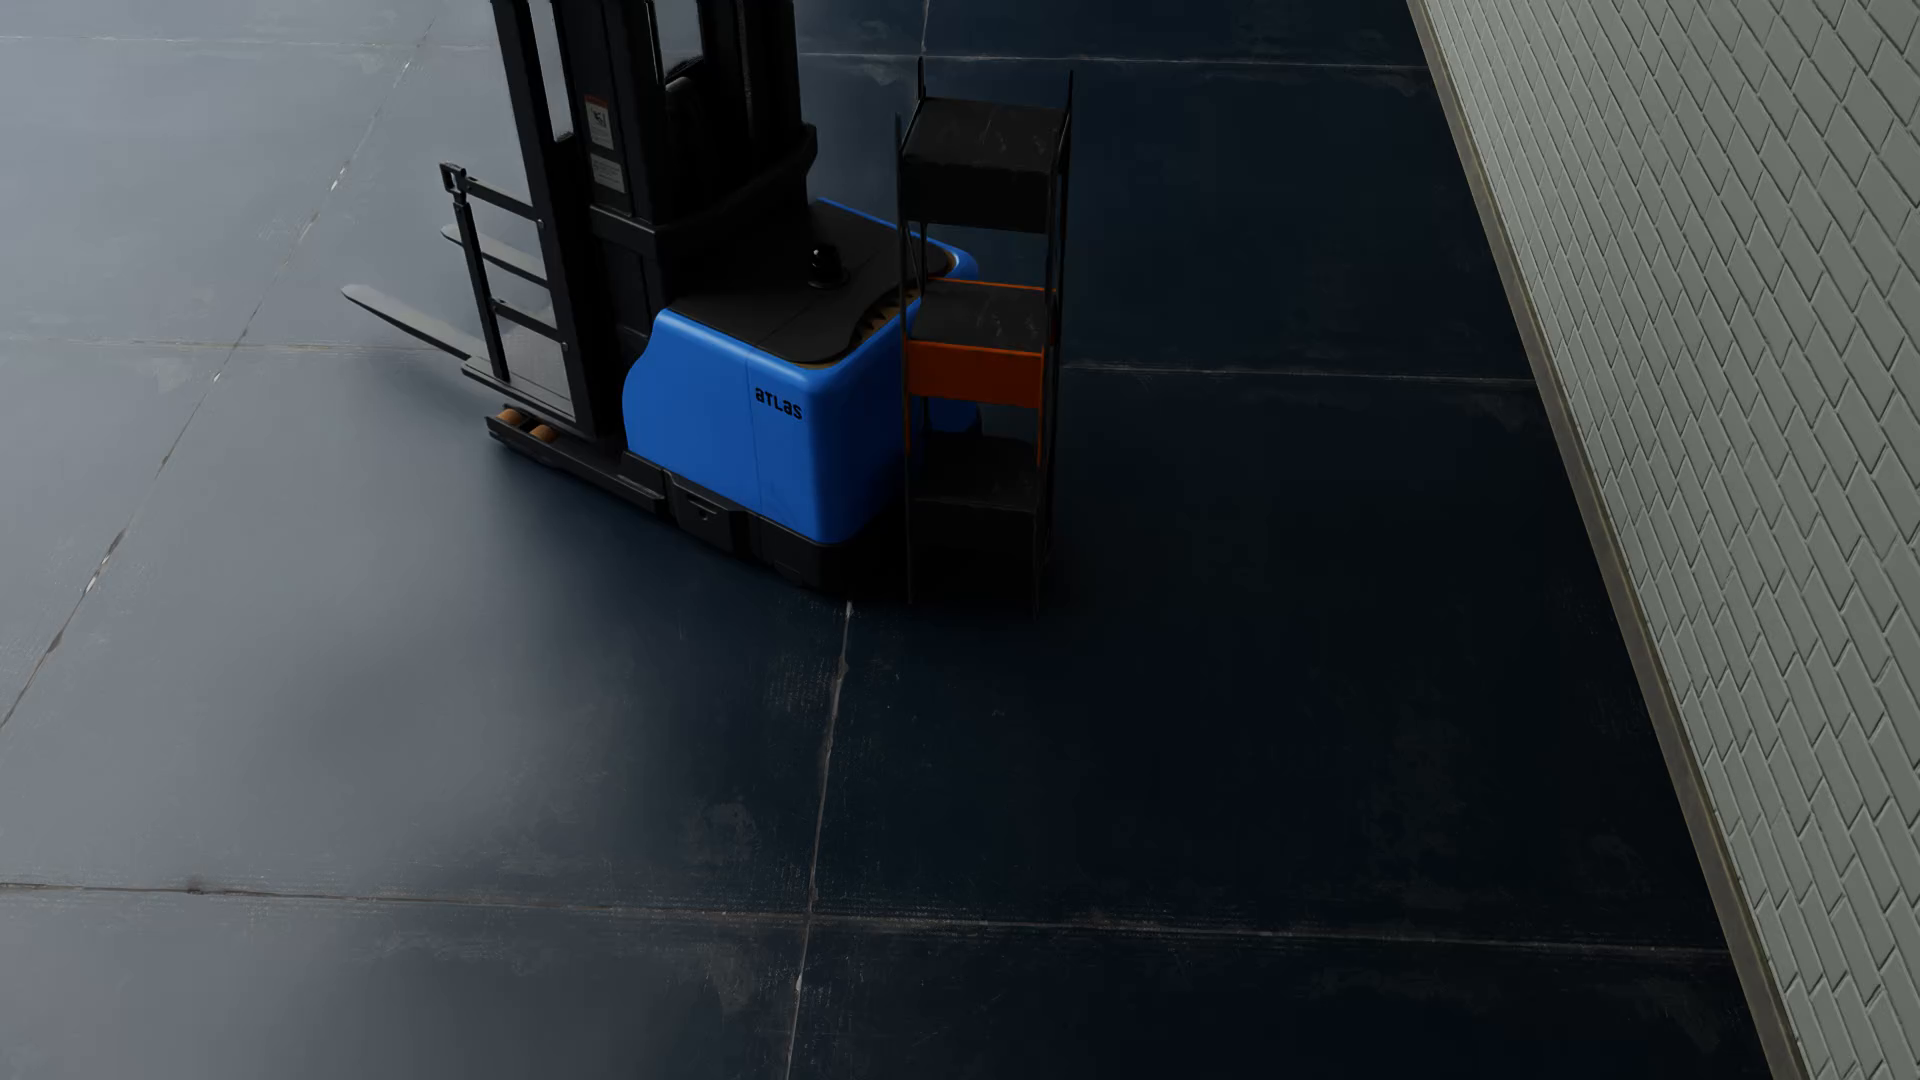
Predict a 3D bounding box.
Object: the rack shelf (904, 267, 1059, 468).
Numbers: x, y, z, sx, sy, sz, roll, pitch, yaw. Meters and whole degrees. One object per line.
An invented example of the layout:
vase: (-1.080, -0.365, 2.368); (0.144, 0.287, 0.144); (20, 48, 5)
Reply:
rack shelf: (0.082, -0.611, 5.886); (0.480, 0.518, 0.431); (7, 43, 7)

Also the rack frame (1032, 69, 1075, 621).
rack frame: (0.322, -0.592, 5.845); (0.015, 2.100, 0.400); (7, 43, 7)

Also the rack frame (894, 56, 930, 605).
rack frame: (-0.158, -0.650, 5.908); (0.015, 2.100, 0.400); (7, 43, 7)

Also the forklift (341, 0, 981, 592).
forklift: (-1.417, -1.668, 6.390); (3.031, 2.935, 1.130); (25, 48, 24)

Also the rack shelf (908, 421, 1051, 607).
rack shelf: (0.082, -0.099, 6.363); (0.480, 0.518, 0.431); (7, 43, 7)

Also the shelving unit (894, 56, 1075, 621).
shelving unit: (0.082, -0.621, 5.877); (0.503, 2.100, 0.431); (7, 43, 7)

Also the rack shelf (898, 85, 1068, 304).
rack shelf: (0.082, -1.124, 5.409); (0.480, 0.518, 0.431); (7, 43, 7)
